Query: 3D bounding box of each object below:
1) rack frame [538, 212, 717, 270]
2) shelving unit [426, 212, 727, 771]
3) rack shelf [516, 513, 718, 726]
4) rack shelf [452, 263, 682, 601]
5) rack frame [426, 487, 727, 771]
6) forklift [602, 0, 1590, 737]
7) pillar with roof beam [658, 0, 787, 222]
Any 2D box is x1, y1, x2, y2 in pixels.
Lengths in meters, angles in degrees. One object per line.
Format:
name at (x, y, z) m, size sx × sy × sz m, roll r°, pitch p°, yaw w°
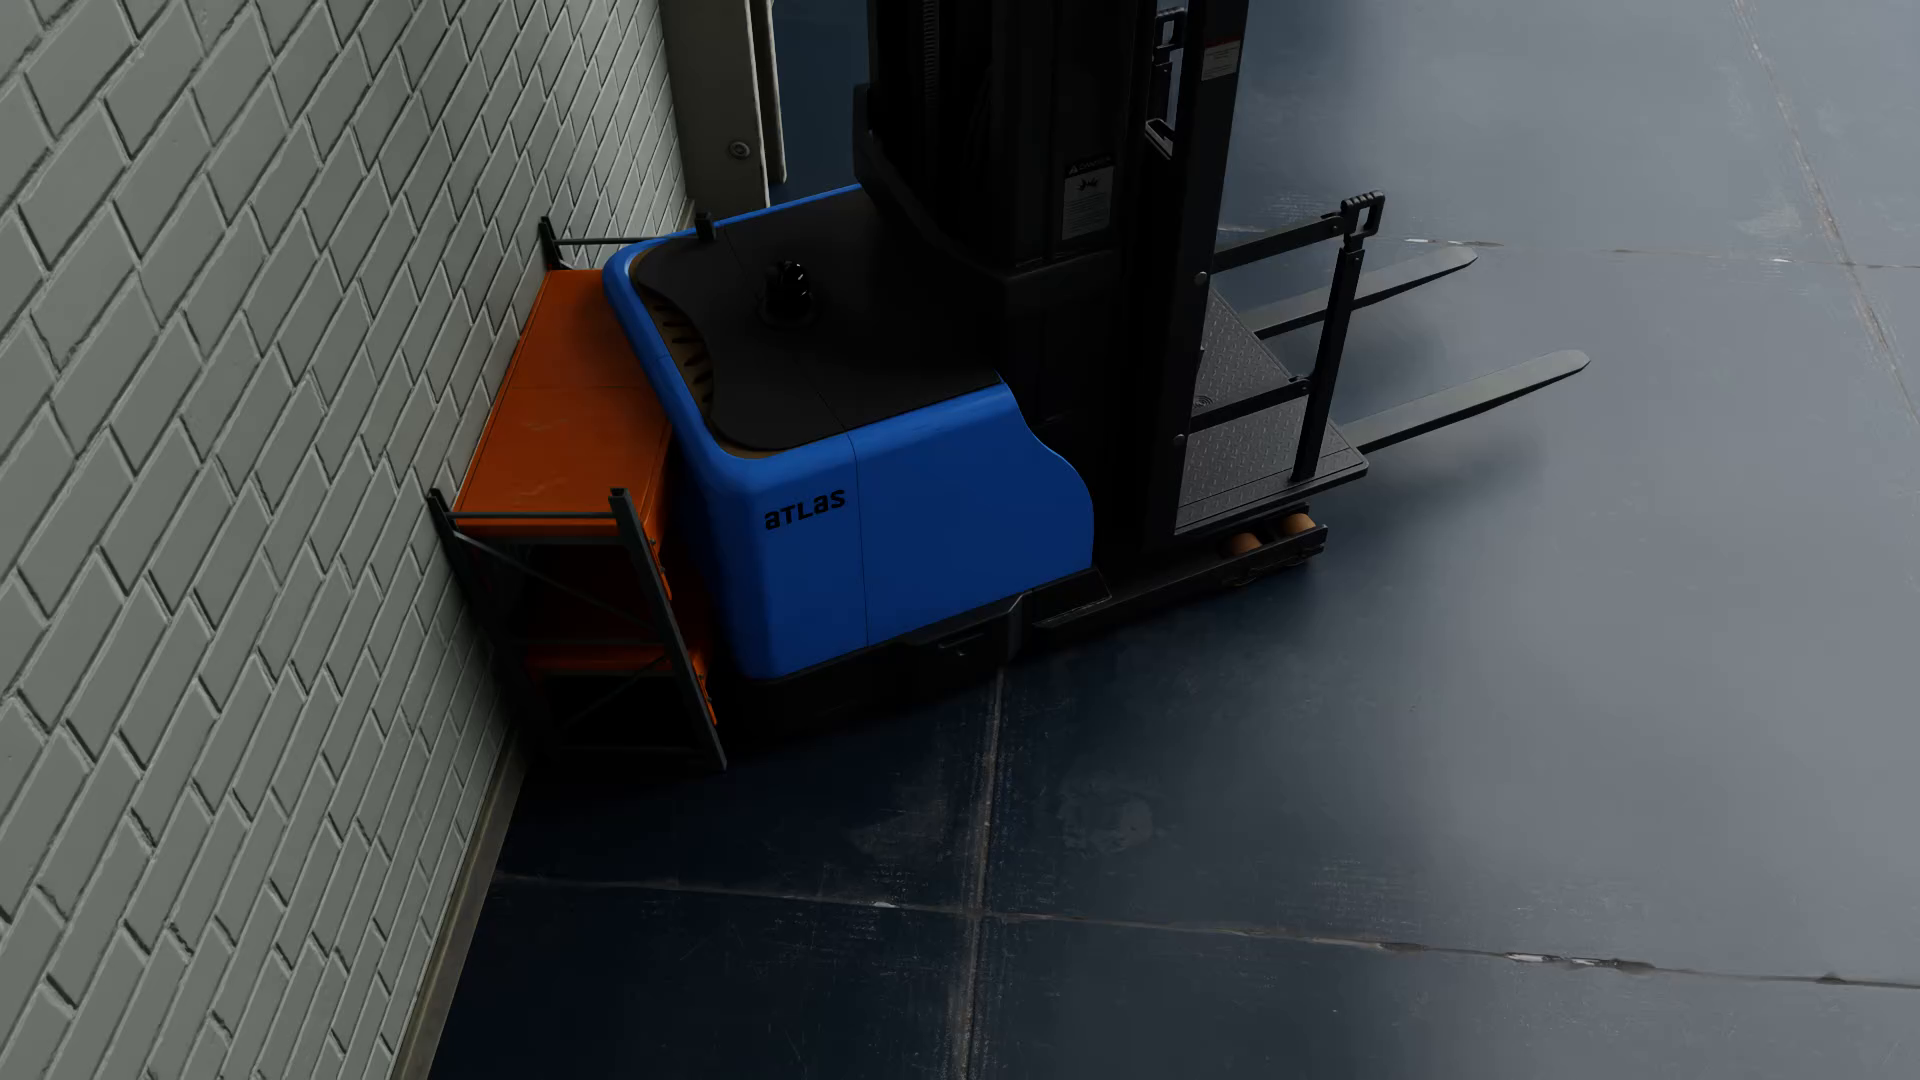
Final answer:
rack frame at (-0.866, -0.503, 4.930) m, size 0.500 × 1.125 × 0.032 m, roll 0°, pitch 49°, yaw 8°
shelving unit at (-0.912, -0.121, 4.598) m, size 0.538 × 1.125 × 1.048 m, roll 0°, pitch 49°, yaw 8°
rack shelf at (-0.887, 0.040, 4.781) m, size 0.538 × 0.278 × 1.000 m, roll 0°, pitch 49°, yaw 8°
rack shelf at (-0.940, -0.314, 4.380) m, size 0.538 × 0.278 × 1.000 m, roll 0°, pitch 49°, yaw 8°
rack frame at (-0.957, 0.261, 4.266) m, size 0.500 × 1.125 × 0.032 m, roll 0°, pitch 49°, yaw 8°
forklift at (0.571, -1.185, 4.347) m, size 3.031 × 2.935 × 1.130 m, roll -19°, pitch 50°, yaw -17°
pillar with roof beam at (3.431, -4.056, 2.861) m, size 9.100 × 9.000 × 0.400 m, roll 4°, pitch 48°, yaw 4°
